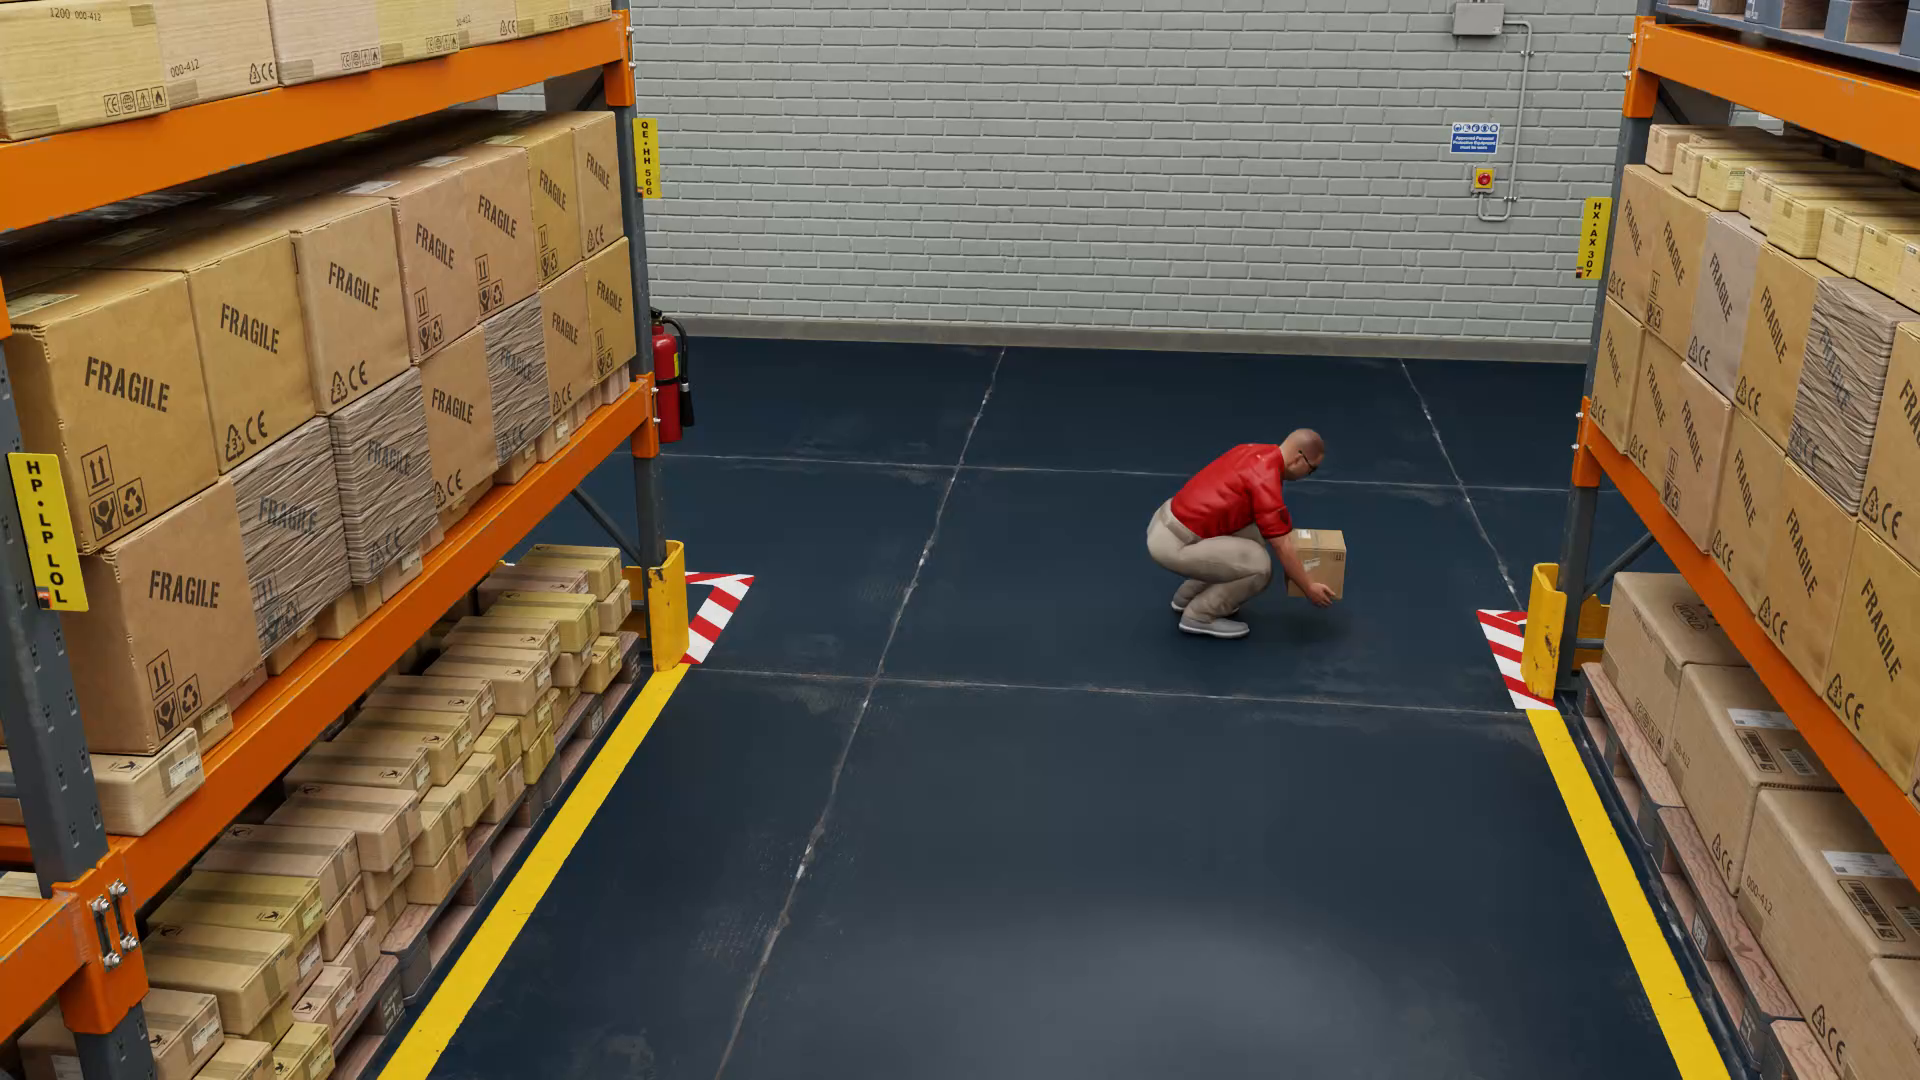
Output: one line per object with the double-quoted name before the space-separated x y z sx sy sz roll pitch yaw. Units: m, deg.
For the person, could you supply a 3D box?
"person" 1.323 -0.055 7.819 0.881 0.970 0.557 2 21 6
